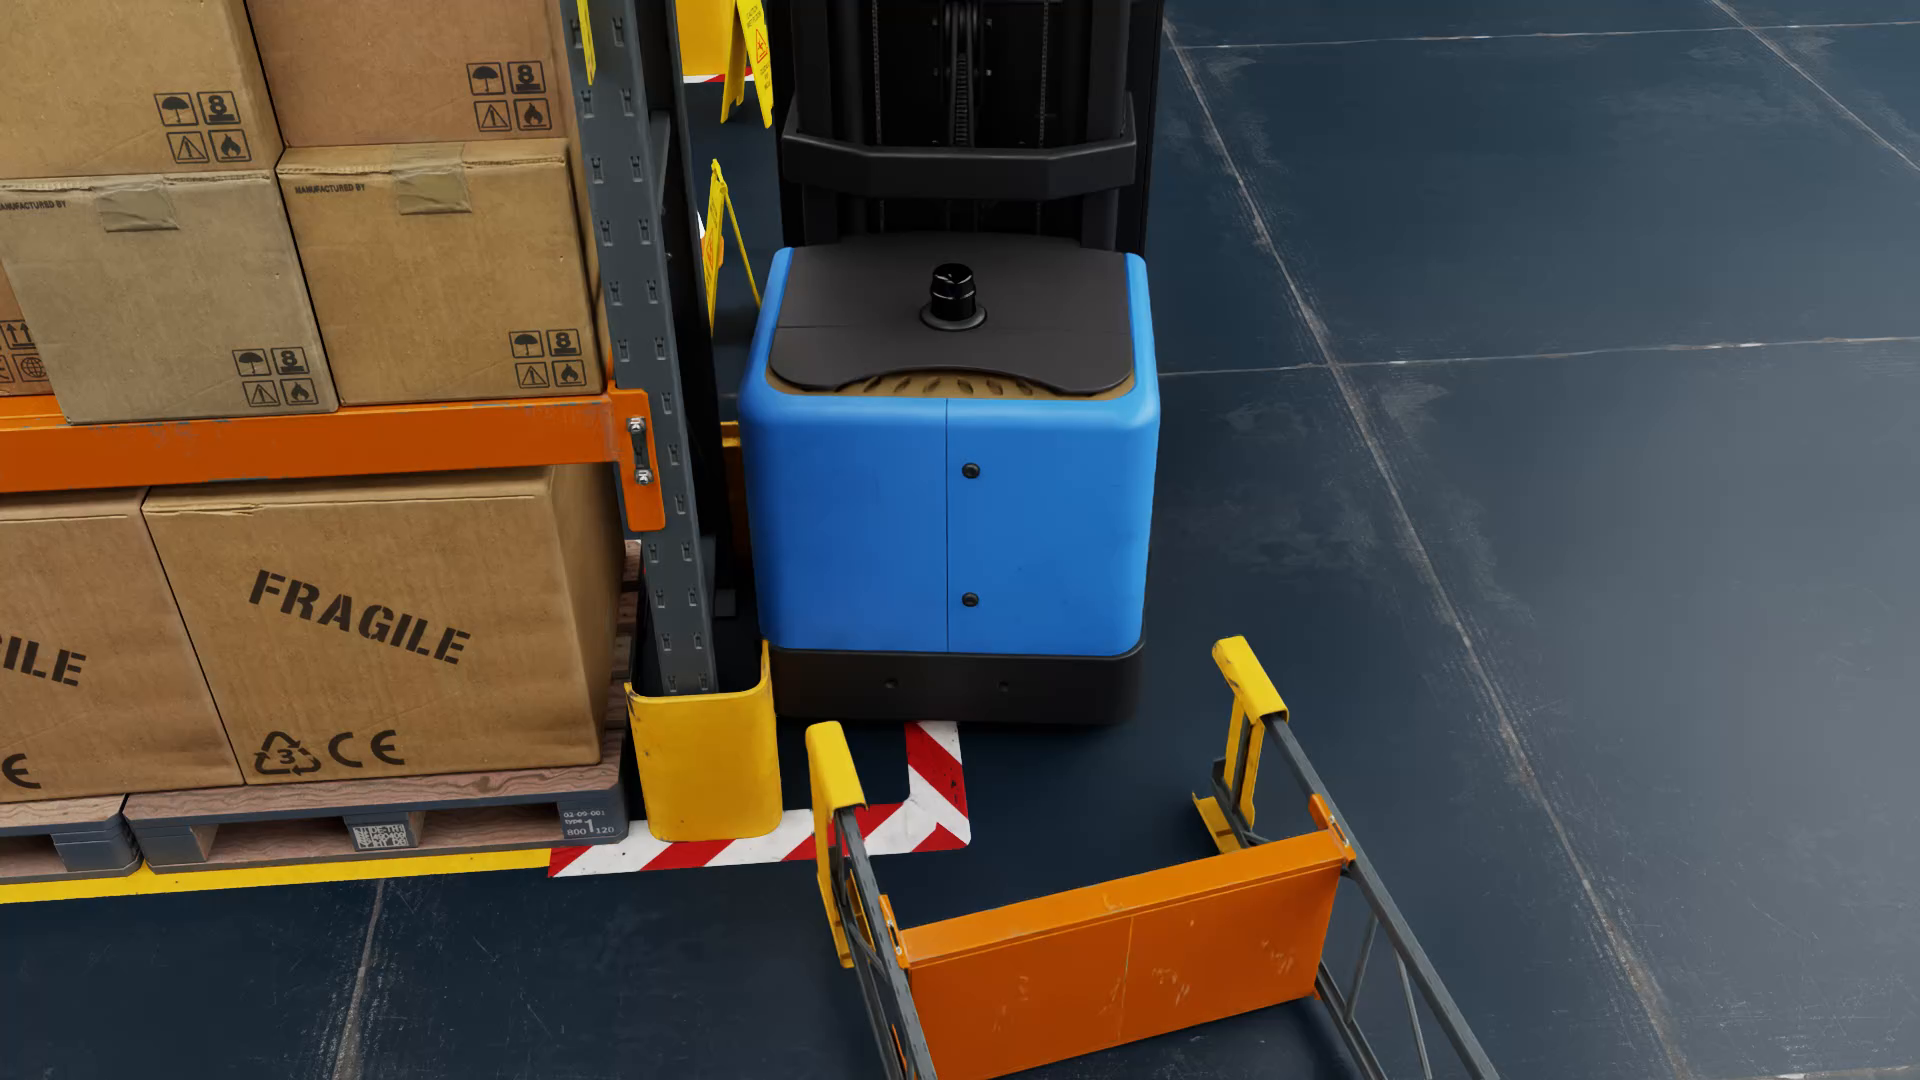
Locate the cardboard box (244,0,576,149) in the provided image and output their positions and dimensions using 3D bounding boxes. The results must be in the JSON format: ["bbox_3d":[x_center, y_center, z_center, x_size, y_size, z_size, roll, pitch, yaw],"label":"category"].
[{"bbox_3d":[-1.079,-1.253,3.423,0.550,0.550,0.875,-3,38,-4],"label":"cardboard box"}]

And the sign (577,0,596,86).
[{"bbox_3d":[-0.672,-0.978,2.942,0.005,0.325,0.100,-3,38,-4],"label":"sign"}]

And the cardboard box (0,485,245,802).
[{"bbox_3d":[-2.252,0.031,4.166,0.875,0.875,0.875,-4,38,-5],"label":"cardboard box"}]

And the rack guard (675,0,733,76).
[{"bbox_3d":[-1.321,-2.829,8.432,0.348,0.500,1.175,-3,38,-4],"label":"rack guard"}]

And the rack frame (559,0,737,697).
[{"bbox_3d":[-0.706,-0.766,3.800,0.127,3.000,1.000,-3,38,-4],"label":"rack frame"}]

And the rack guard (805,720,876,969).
[{"bbox_3d":[-0.276,0.714,3.863,0.087,0.587,0.250,-11,41,-12],"label":"rack guard"}]

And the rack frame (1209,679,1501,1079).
[{"bbox_3d":[0.874,0.920,3.623,0.032,0.500,1.500,-11,41,-12],"label":"rack frame"}]

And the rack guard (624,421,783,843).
[{"bbox_3d":[-0.682,0.214,4.576,0.348,0.500,1.175,-3,38,-4],"label":"rack guard"}]

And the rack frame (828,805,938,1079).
[{"bbox_3d":[-0.103,1.103,3.406,0.032,0.500,1.500,-11,41,-12],"label":"rack frame"}]

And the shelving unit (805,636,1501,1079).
[{"bbox_3d":[0.377,1.013,3.512,1.083,0.587,1.500,-11,41,-12],"label":"shelving unit"}]

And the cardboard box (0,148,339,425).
[{"bbox_3d":[-1.618,-0.733,3.637,0.550,0.550,0.875,-3,38,-4],"label":"cardboard box"}]

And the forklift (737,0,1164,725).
[{"bbox_3d":[0.022,-1.539,4.835,1.130,2.935,3.031,1,38,2],"label":"forklift"}]

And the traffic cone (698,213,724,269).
[{"bbox_3d":[-1.122,-1.333,6.566,0.334,0.463,0.336,-3,38,-4],"label":"traffic cone"}]

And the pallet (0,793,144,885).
[{"bbox_3d":[-2.708,0.486,4.464,1.213,0.211,1.003,-3,38,-4],"label":"pallet"}]

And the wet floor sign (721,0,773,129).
[{"bbox_3d":[-0.961,-2.241,7.569,0.232,0.644,0.267,9,39,12],"label":"wet floor sign"}]

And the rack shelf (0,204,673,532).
[{"bbox_3d":[-2.698,-0.374,3.883,4.000,0.370,1.077,-3,38,-4],"label":"rack shelf"}]

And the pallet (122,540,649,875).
[{"bbox_3d":[-1.496,0.421,4.547,1.213,0.211,1.003,-3,38,-4],"label":"pallet"}]

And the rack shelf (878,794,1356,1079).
[{"bbox_3d":[0.335,0.900,3.646,1.000,0.538,0.185,-11,41,-12],"label":"rack shelf"}]

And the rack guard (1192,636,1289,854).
[{"bbox_3d":[0.680,0.535,4.076,0.087,0.587,0.250,-11,41,-12],"label":"rack guard"}]

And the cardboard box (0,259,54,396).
[{"bbox_3d":[-2.186,-0.780,3.696,0.550,0.550,0.875,-3,38,-4],"label":"cardboard box"}]

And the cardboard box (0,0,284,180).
[{"bbox_3d":[-1.619,-1.166,3.313,0.550,0.550,0.875,-3,38,-4],"label":"cardboard box"}]

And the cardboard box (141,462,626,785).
[{"bbox_3d":[-1.376,-0.019,4.229,0.875,0.875,0.875,-3,38,-4],"label":"cardboard box"}]

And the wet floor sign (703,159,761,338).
[{"bbox_3d":[-0.853,-1.065,6.079,0.232,0.644,0.267,-9,39,-12],"label":"wet floor sign"}]

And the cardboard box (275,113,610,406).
[{"bbox_3d":[-1.072,-0.777,3.692,0.550,0.550,0.875,-3,38,-4],"label":"cardboard box"}]
